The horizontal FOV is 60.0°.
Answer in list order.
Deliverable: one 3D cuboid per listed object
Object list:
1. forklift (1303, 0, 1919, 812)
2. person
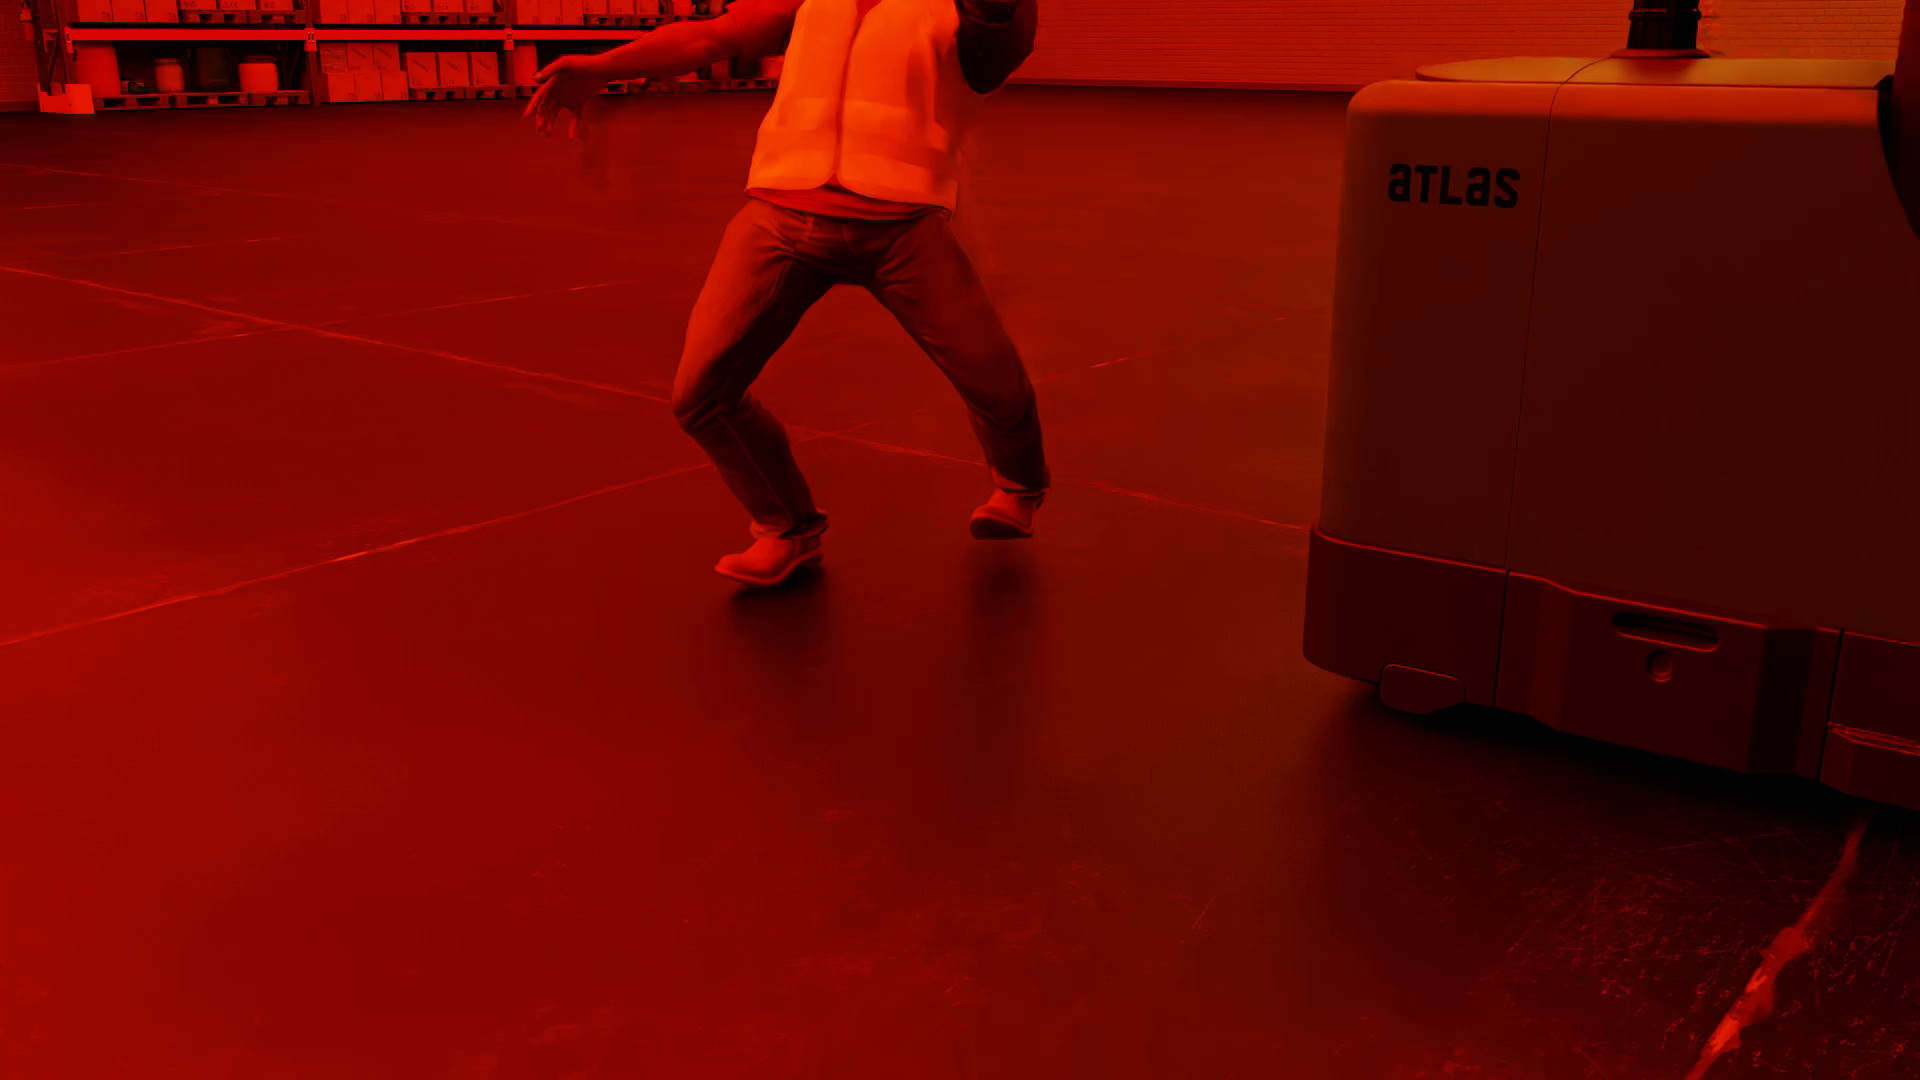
[{"bbox_3d":[2.119,-0.987,2.148,3.031,2.935,1.130,12,20,33],"label":"forklift"},{"bbox_3d":[-0.348,-0.651,3.410,1.057,1.520,0.779,2,17,6],"label":"person"}]
